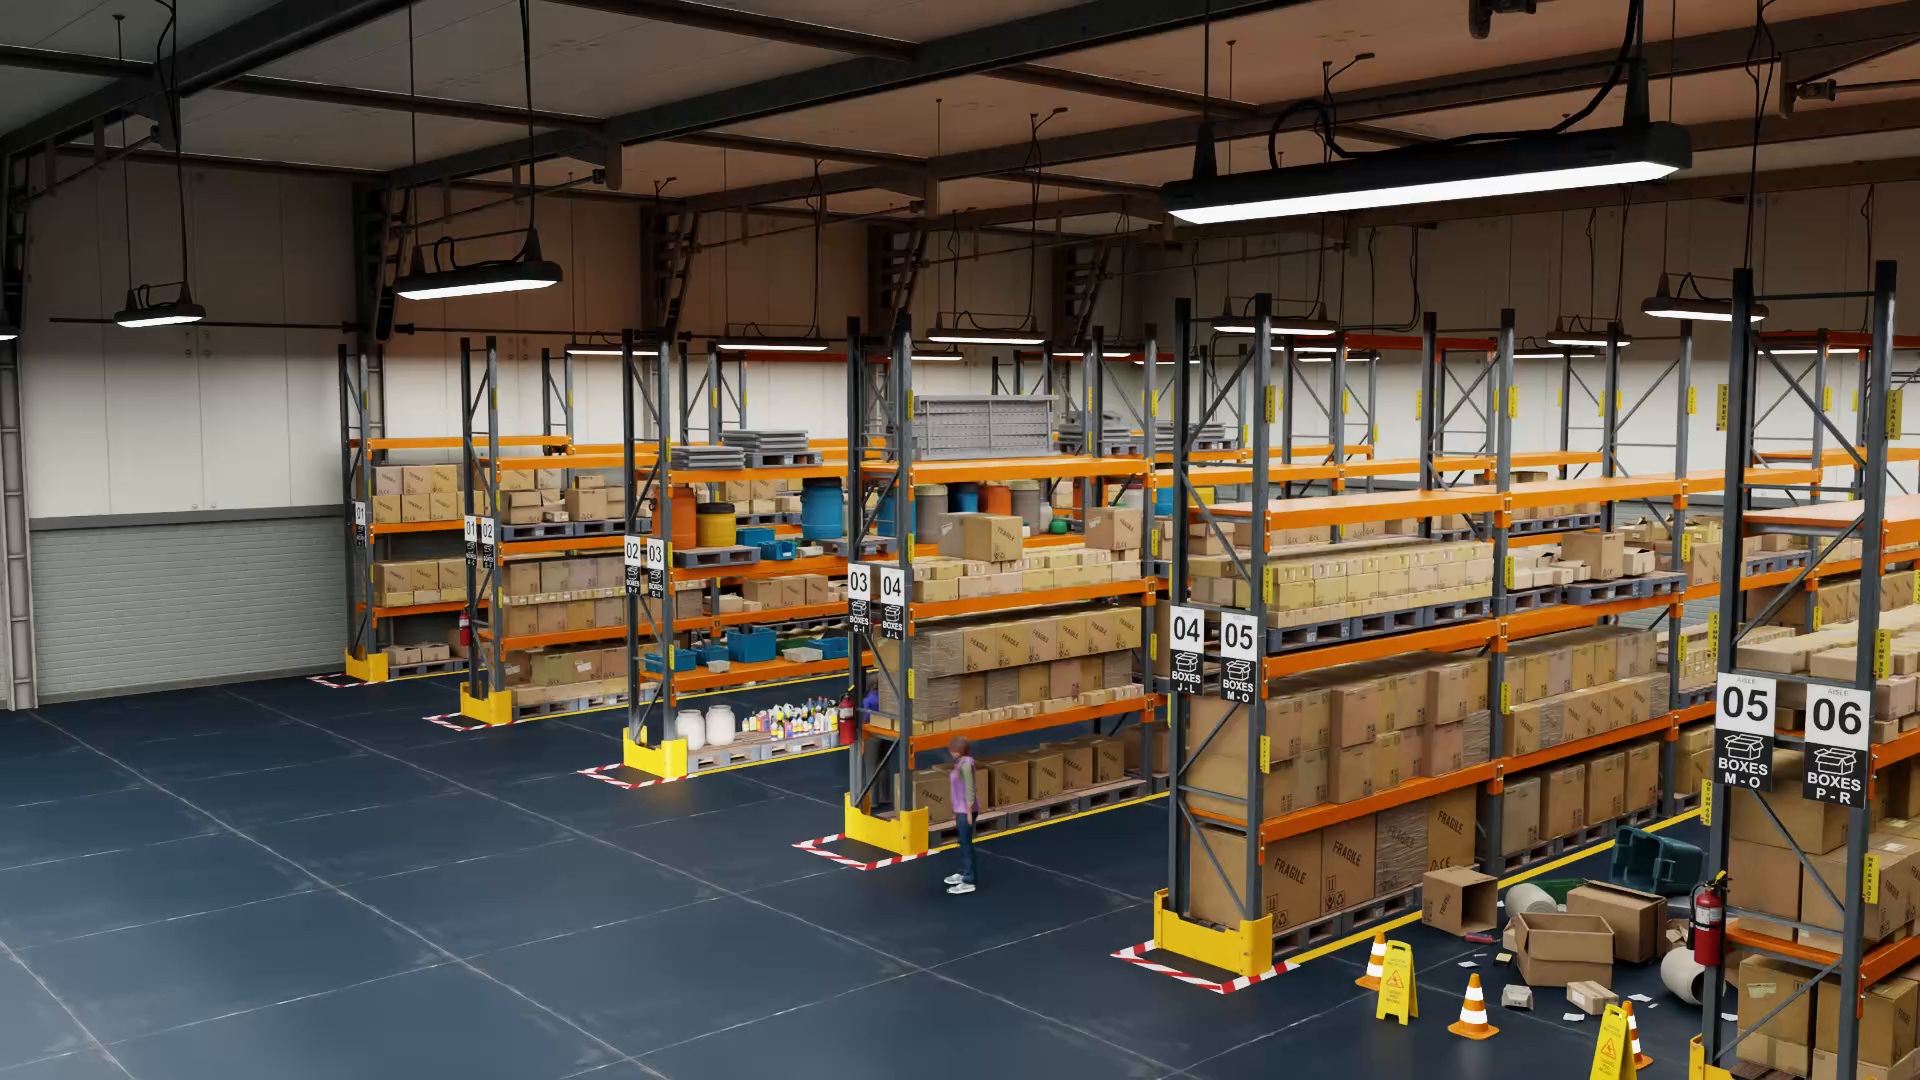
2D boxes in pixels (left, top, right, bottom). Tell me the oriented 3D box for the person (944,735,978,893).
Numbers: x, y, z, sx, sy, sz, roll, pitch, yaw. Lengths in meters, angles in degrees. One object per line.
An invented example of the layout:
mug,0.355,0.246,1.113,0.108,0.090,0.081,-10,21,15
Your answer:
person,0.018,2.823,17.258,0.351,1.596,0.495,0,5,-3

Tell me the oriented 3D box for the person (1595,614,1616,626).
person,11.875,1.603,30.587,0.450,1.709,0.430,3,6,34

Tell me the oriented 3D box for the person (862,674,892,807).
person,-1.051,2.478,20.700,0.533,1.661,0.375,-5,7,-44
